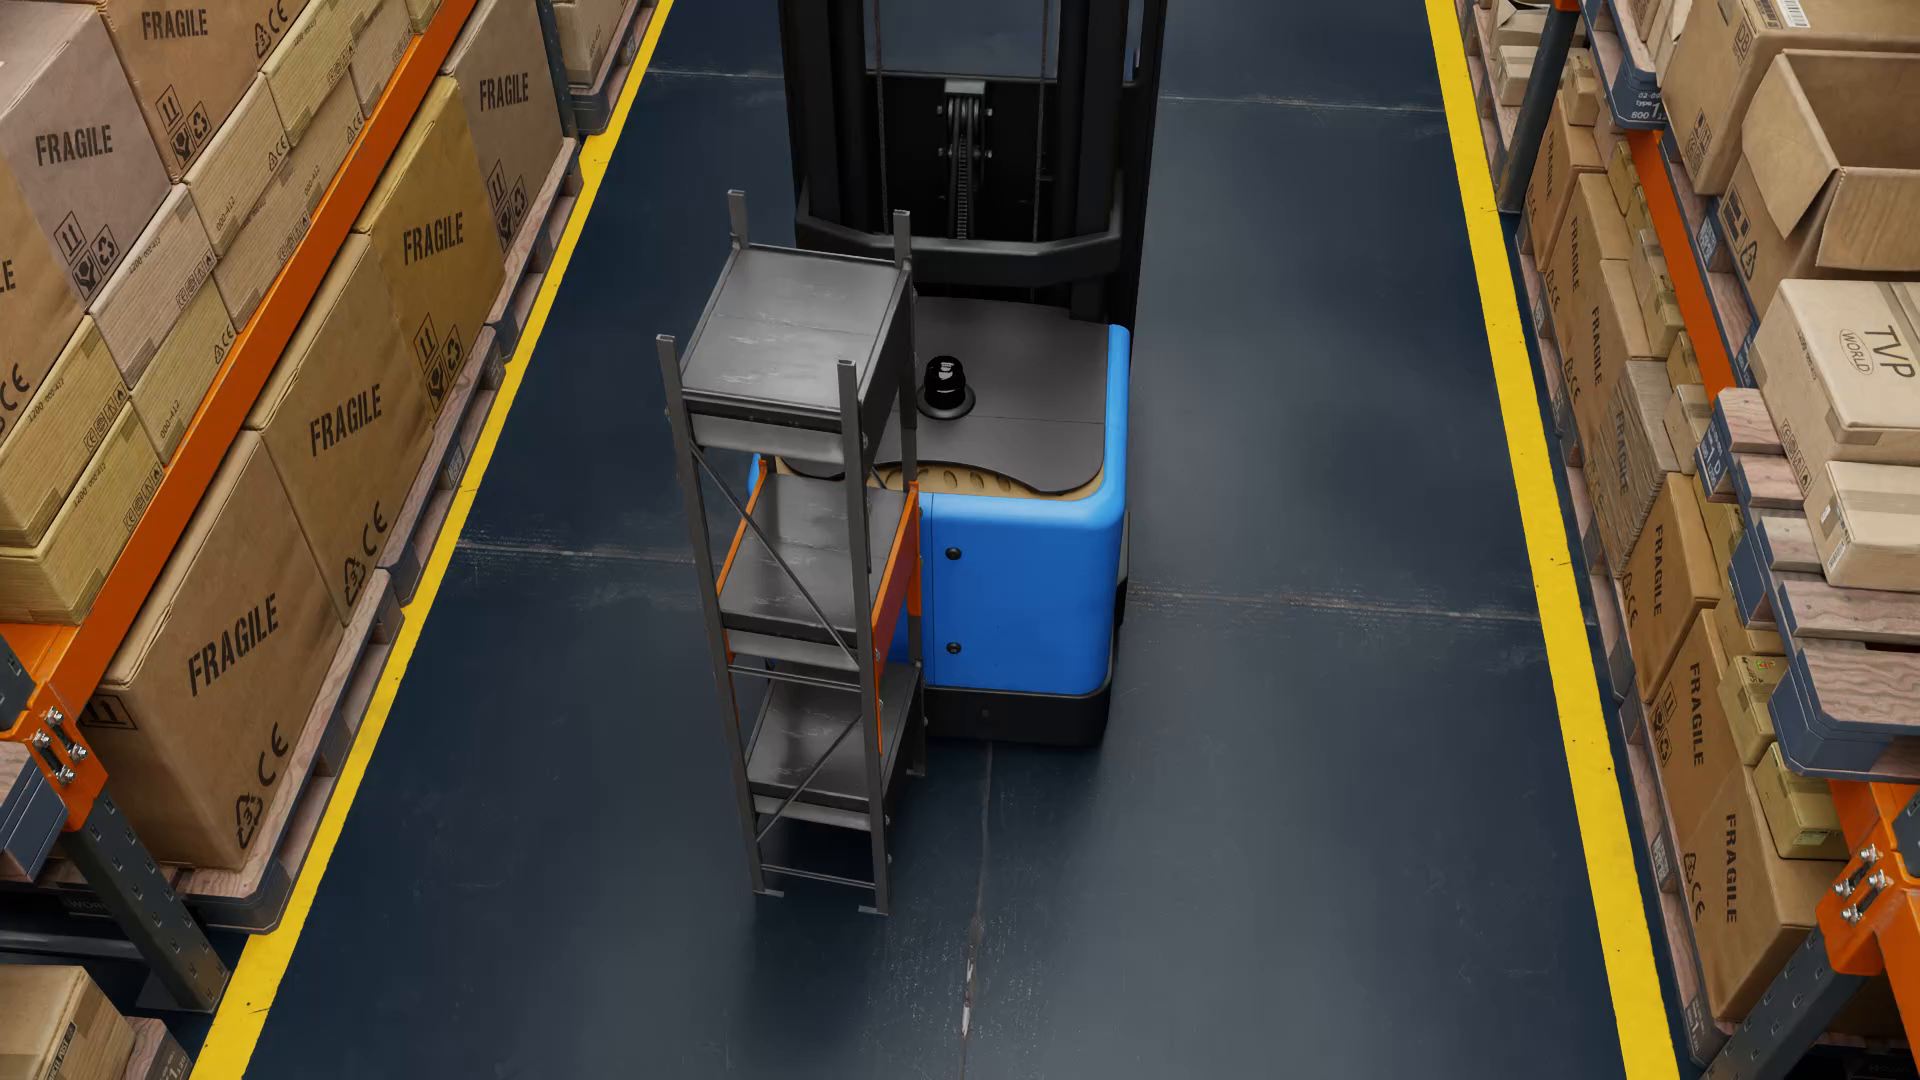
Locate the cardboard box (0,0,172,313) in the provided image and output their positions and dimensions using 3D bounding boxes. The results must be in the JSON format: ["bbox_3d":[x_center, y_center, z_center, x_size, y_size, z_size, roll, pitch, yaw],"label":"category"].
[{"bbox_3d":[-2.212,-0.871,3.768,0.500,0.500,0.500,4,48,4],"label":"cardboard box"}]

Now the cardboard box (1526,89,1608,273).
[{"bbox_3d":[2.504,-1.355,6.366,0.500,0.500,0.500,6,48,5],"label":"cardboard box"}]

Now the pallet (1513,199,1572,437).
[{"bbox_3d":[2.736,-0.856,6.390,1.003,0.211,1.213,4,48,4],"label":"pallet"}]

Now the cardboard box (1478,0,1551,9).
[{"bbox_3d":[2.775,-2.803,7.690,0.700,0.500,0.500,2,48,2],"label":"cardboard box"}]

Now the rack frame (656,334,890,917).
[{"bbox_3d":[-0.399,0.338,4.018,0.400,2.100,0.015,8,48,8],"label":"rack frame"}]

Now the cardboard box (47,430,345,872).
[{"bbox_3d":[-2.390,0.285,4.612,0.875,0.875,0.875,3,48,3],"label":"cardboard box"}]

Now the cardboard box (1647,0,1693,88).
[{"bbox_3d":[2.263,-1.498,4.894,0.396,0.266,0.258,6,48,5],"label":"cardboard box"}]

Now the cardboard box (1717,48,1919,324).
[{"bbox_3d":[2.372,-0.846,4.137,0.797,0.503,0.637,3,48,3],"label":"cardboard box"}]

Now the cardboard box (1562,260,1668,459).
[{"bbox_3d":[2.415,-0.596,5.672,0.500,0.500,0.500,3,48,2],"label":"cardboard box"}]

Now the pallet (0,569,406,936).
[{"bbox_3d":[-2.389,0.578,5.078,1.003,0.211,1.213,4,48,4],"label":"pallet"}]

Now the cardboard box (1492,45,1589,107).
[{"bbox_3d":[2.530,-2.006,7.199,0.380,0.149,0.250,3,48,2],"label":"cardboard box"}]

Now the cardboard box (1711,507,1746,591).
[{"bbox_3d":[2.331,0.061,4.631,0.380,0.149,0.250,5,48,5],"label":"cardboard box"}]

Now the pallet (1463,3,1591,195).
[{"bbox_3d":[2.836,-1.960,7.400,1.003,0.211,1.213,4,48,4],"label":"pallet"}]

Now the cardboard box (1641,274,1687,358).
[{"bbox_3d":[2.418,-0.705,5.331,0.380,0.149,0.250,5,48,5],"label":"cardboard box"}]

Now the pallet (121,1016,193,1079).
[{"bbox_3d":[-2.609,1.727,4.028,1.003,0.211,1.213,4,48,4],"label":"pallet"}]

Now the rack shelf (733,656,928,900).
[{"bbox_3d":[-0.352,0.643,4.706,0.431,0.518,0.480,8,48,8],"label":"rack shelf"}]

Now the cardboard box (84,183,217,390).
[{"bbox_3d":[-2.196,-0.642,4.067,0.500,0.250,0.500,5,48,4],"label":"cardboard box"}]

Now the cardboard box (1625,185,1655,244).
[{"bbox_3d":[2.503,-1.068,5.664,0.380,0.149,0.250,3,48,3],"label":"cardboard box"}]

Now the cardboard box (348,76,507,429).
[{"bbox_3d":[-2.223,-1.027,5.812,0.875,0.875,0.875,5,48,5],"label":"cardboard box"}]

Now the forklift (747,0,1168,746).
[{"bbox_3d":[0.054,-1.452,5.092,1.130,2.935,3.031,4,48,3],"label":"forklift"}]

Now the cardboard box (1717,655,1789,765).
[{"bbox_3d":[2.194,0.443,4.282,0.380,0.149,0.250,2,48,2],"label":"cardboard box"}]

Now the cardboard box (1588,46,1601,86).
[{"bbox_3d":[2.535,-1.765,6.099,0.380,0.149,0.250,3,48,3],"label":"cardboard box"}]

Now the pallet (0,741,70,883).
[{"bbox_3d":[-2.495,0.807,3.109,1.213,0.211,1.003,4,48,4],"label":"pallet"}]

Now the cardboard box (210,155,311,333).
[{"bbox_3d":[-2.158,-0.844,4.591,0.500,0.250,0.500,5,48,5],"label":"cardboard box"}]

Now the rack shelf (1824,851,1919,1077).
[{"bbox_3d":[2.225,2.255,2.142,1.077,0.370,4.000,4,48,4],"label":"rack shelf"}]

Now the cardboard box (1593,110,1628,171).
[{"bbox_3d":[2.526,-1.460,6.022,0.380,0.149,0.250,3,48,2],"label":"cardboard box"}]

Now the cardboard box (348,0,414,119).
[{"bbox_3d":[-2.074,-1.587,5.270,0.500,0.250,0.500,3,48,2],"label":"cardboard box"}]

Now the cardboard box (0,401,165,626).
[{"bbox_3d":[-2.241,-0.081,3.893,0.500,0.250,0.500,3,48,3],"label":"cardboard box"}]

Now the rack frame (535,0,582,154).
[{"bbox_3d":[-2.171,-2.728,6.212,1.000,3.000,0.127,4,48,4],"label":"rack frame"}]

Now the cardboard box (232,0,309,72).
[{"bbox_3d":[-2.100,-1.621,4.454,0.500,0.500,0.500,5,48,4],"label":"cardboard box"}]

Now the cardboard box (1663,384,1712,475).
[{"bbox_3d":[2.349,-0.327,4.986,0.380,0.149,0.250,2,48,2],"label":"cardboard box"}]

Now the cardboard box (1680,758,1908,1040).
[{"bbox_3d":[2.232,0.919,4.286,0.500,0.500,0.500,5,48,5],"label":"cardboard box"}]

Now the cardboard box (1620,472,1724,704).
[{"bbox_3d":[2.333,0.167,4.974,0.500,0.500,0.500,6,48,5],"label":"cardboard box"}]

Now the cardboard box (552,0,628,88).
[{"bbox_3d":[-2.007,-2.459,7.418,0.875,0.438,0.875,3,48,3],"label":"cardboard box"}]

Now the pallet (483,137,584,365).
[{"bbox_3d":[-2.167,-1.215,6.718,1.003,0.211,1.213,4,48,4],"label":"pallet"}]

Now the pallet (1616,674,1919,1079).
[{"bbox_3d":[2.513,0.937,4.750,1.003,0.211,1.213,4,48,4],"label":"pallet"}]

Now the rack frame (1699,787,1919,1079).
[{"bbox_3d":[2.404,0.542,3.221,0.949,2.616,0.053,4,48,4],"label":"rack frame"}]

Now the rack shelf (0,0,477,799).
[{"bbox_3d":[-2.354,-1.016,5.134,1.077,0.370,4.000,4,48,4],"label":"rack shelf"}]

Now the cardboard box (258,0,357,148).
[{"bbox_3d":[-2.079,-1.379,4.742,0.500,0.250,0.500,5,48,4],"label":"cardboard box"}]

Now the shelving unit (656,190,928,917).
[{"bbox_3d":[-0.352,0.161,4.180,0.431,2.100,0.503,8,48,8],"label":"shelving unit"}]

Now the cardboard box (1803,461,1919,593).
[{"bbox_3d":[2.085,-0.023,3.624,0.380,0.149,0.250,5,48,4],"label":"cardboard box"}]
